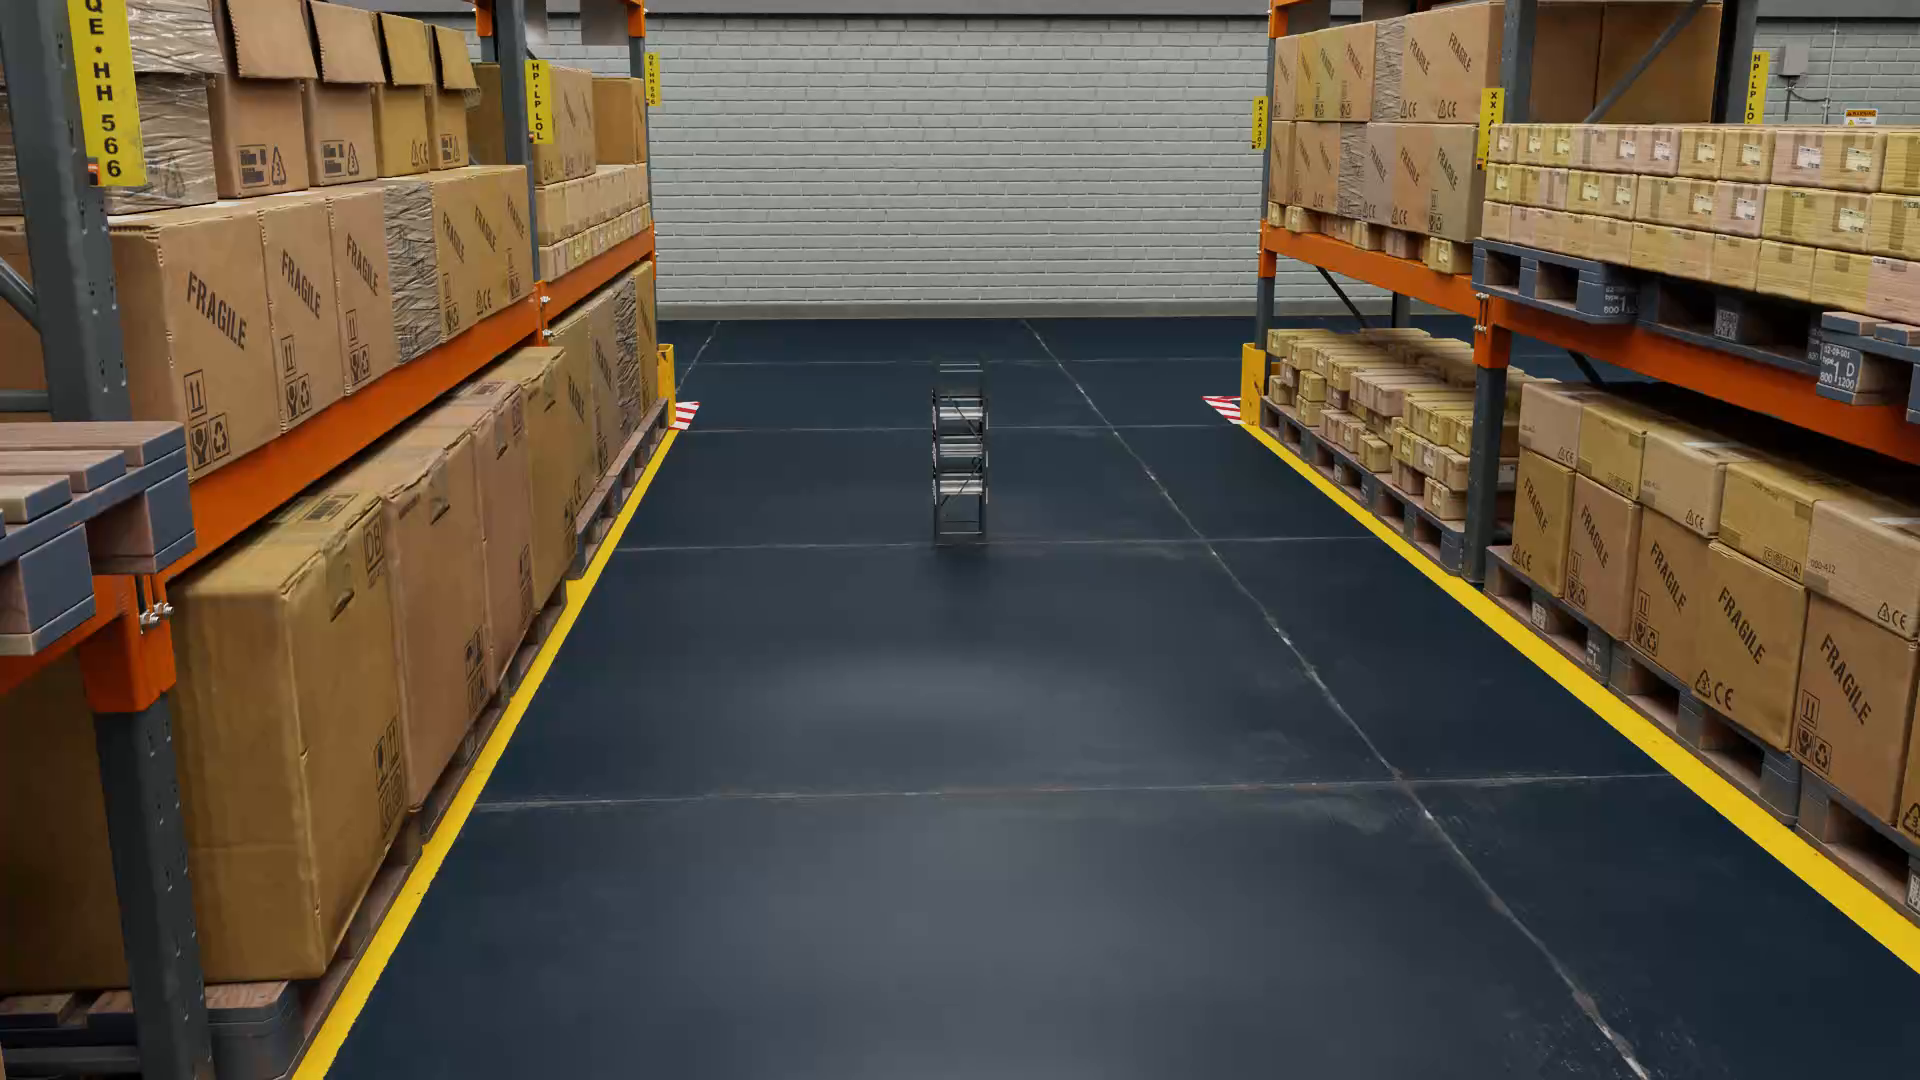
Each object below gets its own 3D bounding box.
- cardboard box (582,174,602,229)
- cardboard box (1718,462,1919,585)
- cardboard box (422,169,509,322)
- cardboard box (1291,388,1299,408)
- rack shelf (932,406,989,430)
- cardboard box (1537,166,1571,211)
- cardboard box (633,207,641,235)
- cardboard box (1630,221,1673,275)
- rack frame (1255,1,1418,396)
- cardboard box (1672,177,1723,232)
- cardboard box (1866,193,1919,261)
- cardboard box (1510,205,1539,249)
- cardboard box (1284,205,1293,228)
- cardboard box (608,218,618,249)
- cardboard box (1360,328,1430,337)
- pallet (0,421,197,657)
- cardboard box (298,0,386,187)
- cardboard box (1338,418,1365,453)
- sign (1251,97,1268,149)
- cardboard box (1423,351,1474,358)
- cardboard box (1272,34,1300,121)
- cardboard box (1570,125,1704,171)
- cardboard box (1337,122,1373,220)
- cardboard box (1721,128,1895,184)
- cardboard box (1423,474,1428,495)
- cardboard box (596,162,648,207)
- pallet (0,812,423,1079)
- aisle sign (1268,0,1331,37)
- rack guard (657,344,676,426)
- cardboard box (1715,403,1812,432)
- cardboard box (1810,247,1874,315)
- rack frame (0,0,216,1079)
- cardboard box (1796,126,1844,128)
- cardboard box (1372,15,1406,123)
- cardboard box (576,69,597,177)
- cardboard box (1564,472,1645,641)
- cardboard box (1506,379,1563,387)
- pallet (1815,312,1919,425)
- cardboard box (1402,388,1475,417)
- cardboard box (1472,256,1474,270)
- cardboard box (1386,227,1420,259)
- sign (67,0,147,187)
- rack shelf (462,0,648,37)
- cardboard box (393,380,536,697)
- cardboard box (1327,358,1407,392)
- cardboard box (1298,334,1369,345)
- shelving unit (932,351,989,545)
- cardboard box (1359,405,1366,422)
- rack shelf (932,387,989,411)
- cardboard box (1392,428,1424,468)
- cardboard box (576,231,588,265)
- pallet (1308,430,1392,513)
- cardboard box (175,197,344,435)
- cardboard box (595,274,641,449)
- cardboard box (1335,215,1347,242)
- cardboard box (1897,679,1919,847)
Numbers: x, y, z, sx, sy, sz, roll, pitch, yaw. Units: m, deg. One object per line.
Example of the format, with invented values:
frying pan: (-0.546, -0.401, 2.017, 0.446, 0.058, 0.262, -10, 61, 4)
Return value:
cardboard box: (-2.067, -1.671, 8.205, 0.500, 0.250, 0.500, -1, 14, -2)
cardboard box: (2.607, -0.057, 4.896, 0.500, 0.250, 0.500, -1, 14, -2)
cardboard box: (-1.910, -1.039, 5.845, 0.500, 0.500, 0.500, 0, 14, -2)
cardboard box: (2.284, -0.896, 10.367, 0.380, 0.149, 0.250, -1, 14, -4)
rack shelf: (0.000, -0.580, 7.886, 0.258, 0.077, 0.200, -1, 14, -3)
cardboard box: (2.321, -1.270, 6.005, 0.380, 0.149, 0.250, -1, 14, -2)
cardboard box: (-2.100, -1.888, 9.850, 0.380, 0.149, 0.250, -1, 14, -3)
cardboard box: (2.373, -0.929, 5.280, 0.380, 0.149, 0.250, -1, 14, -4)
rack frame: (2.474, -2.272, 10.838, 1.000, 3.000, 0.127, -1, 14, -3)
cardboard box: (2.386, -1.009, 4.994, 0.380, 0.149, 0.250, -1, 14, -5)
cardboard box: (2.447, -0.756, 4.009, 0.380, 0.149, 0.250, -1, 14, -2)
cardboard box: (2.310, -1.185, 6.275, 0.380, 0.149, 0.250, -1, 14, -3)
cardboard box: (2.224, -2.002, 10.293, 0.380, 0.149, 0.250, 0, 14, -1)
cardboard box: (-2.038, -1.636, 8.867, 0.380, 0.149, 0.250, -1, 14, -2)
cardboard box: (2.759, -1.255, 10.570, 0.380, 0.149, 0.250, -1, 14, -3)
pallet: (-1.837, 0.037, 2.247, 1.213, 0.211, 1.003, -1, 14, -3)
cardboard box: (-2.102, -1.276, 4.754, 0.797, 0.503, 0.637, 0, 14, -2)
cardboard box: (2.296, -0.575, 9.121, 0.380, 0.149, 0.250, -1, 14, -3)
sign: (1.932, -2.683, 10.697, 0.100, 0.325, 0.005, -1, 14, -3)
cardboard box: (2.885, -0.998, 9.571, 0.380, 0.149, 0.250, 0, 14, -1)
cardboard box: (2.236, -2.833, 10.214, 0.500, 0.500, 0.500, -1, 14, -4)
cardboard box: (2.336, -1.347, 5.710, 0.380, 0.149, 0.250, -1, 14, -4)
cardboard box: (2.340, -1.967, 8.856, 0.500, 0.500, 0.500, -1, 14, -5)
cardboard box: (2.403, -1.089, 4.706, 0.380, 0.149, 0.250, 0, 14, -1)
cardboard box: (2.424, -0.258, 7.889, 0.380, 0.149, 0.250, 0, 14, -2)
cardboard box: (-2.188, -2.176, 10.167, 0.500, 0.250, 0.500, -1, 14, -4)
pallet: (-1.961, 0.922, 4.019, 1.003, 0.211, 1.213, -1, 14, -3)
aisle sign: (2.170, -3.545, 10.567, 0.394, 0.787, 0.004, -1, 14, -3)
rack guard: (-2.485, -1.016, 10.973, 1.175, 0.500, 0.348, -1, 14, -3)
cardboard box: (3.038, -0.324, 5.935, 0.500, 0.250, 0.500, 0, 14, -1)
cardboard box: (2.438, -0.668, 4.263, 0.380, 0.149, 0.250, -1, 14, -4)
rack frame: (-1.984, -0.231, 2.906, 0.949, 2.616, 0.053, -1, 14, -3)
cardboard box: (3.001, -1.293, 5.499, 0.380, 0.149, 0.250, -1, 14, -5)
cardboard box: (2.367, -2.323, 8.231, 0.500, 0.500, 0.500, -1, 14, -2)
cardboard box: (-2.070, -2.036, 8.117, 0.500, 0.500, 0.500, -1, 14, -5)
cardboard box: (2.537, 0.049, 5.989, 0.500, 0.500, 0.500, 0, 14, -1)
cardboard box: (2.911, -0.738, 8.559, 0.380, 0.149, 0.250, -1, 14, -2)
pallet: (2.819, -0.365, 3.812, 1.213, 0.211, 1.003, -1, 14, -3)
cardboard box: (2.423, -0.663, 8.269, 0.380, 0.149, 0.250, 0, 14, -2)
cardboard box: (2.470, -1.223, 7.265, 0.380, 0.149, 0.250, -1, 14, -4)
cardboard box: (2.350, -1.485, 8.281, 0.380, 0.149, 0.250, -2, 15, -6)
sign: (-1.446, -0.764, 2.813, 0.100, 0.325, 0.005, -1, 14, -3)
rack shelf: (-2.359, -2.828, 8.421, 1.077, 0.370, 4.000, -1, 14, -3)
cardboard box: (-2.120, -0.019, 5.503, 1.225, 0.875, 0.875, -1, 14, -5)
cardboard box: (2.268, -0.921, 9.269, 0.380, 0.149, 0.250, -1, 14, -3)
cardboard box: (2.304, -1.181, 10.281, 0.380, 0.149, 0.250, -1, 14, -2)
shelving unit: (0.000, -0.438, 7.922, 0.258, 0.900, 0.210, -1, 14, -3)
cardboard box: (2.398, -0.712, 9.056, 0.380, 0.149, 0.250, 0, 14, -1)
rack shelf: (0.000, -0.667, 7.863, 0.258, 0.077, 0.200, -1, 14, -3)
cardboard box: (2.321, -0.451, 8.042, 0.380, 0.149, 0.250, -1, 14, -5)
cardboard box: (-1.973, -1.379, 7.872, 0.380, 0.149, 0.250, -1, 14, -5)
pallet: (2.566, -0.398, 9.148, 1.003, 0.211, 1.213, -1, 14, -3)
cardboard box: (-1.780, -0.533, 3.877, 0.500, 0.500, 0.500, -1, 14, -5)
cardboard box: (-2.307, -1.011, 9.357, 0.875, 0.875, 0.875, -1, 14, -3)
cardboard box: (2.319, -1.743, 9.284, 0.380, 0.149, 0.250, -1, 14, -5)
cardboard box: (2.667, 0.565, 3.985, 0.500, 0.500, 0.500, -1, 14, -4)
